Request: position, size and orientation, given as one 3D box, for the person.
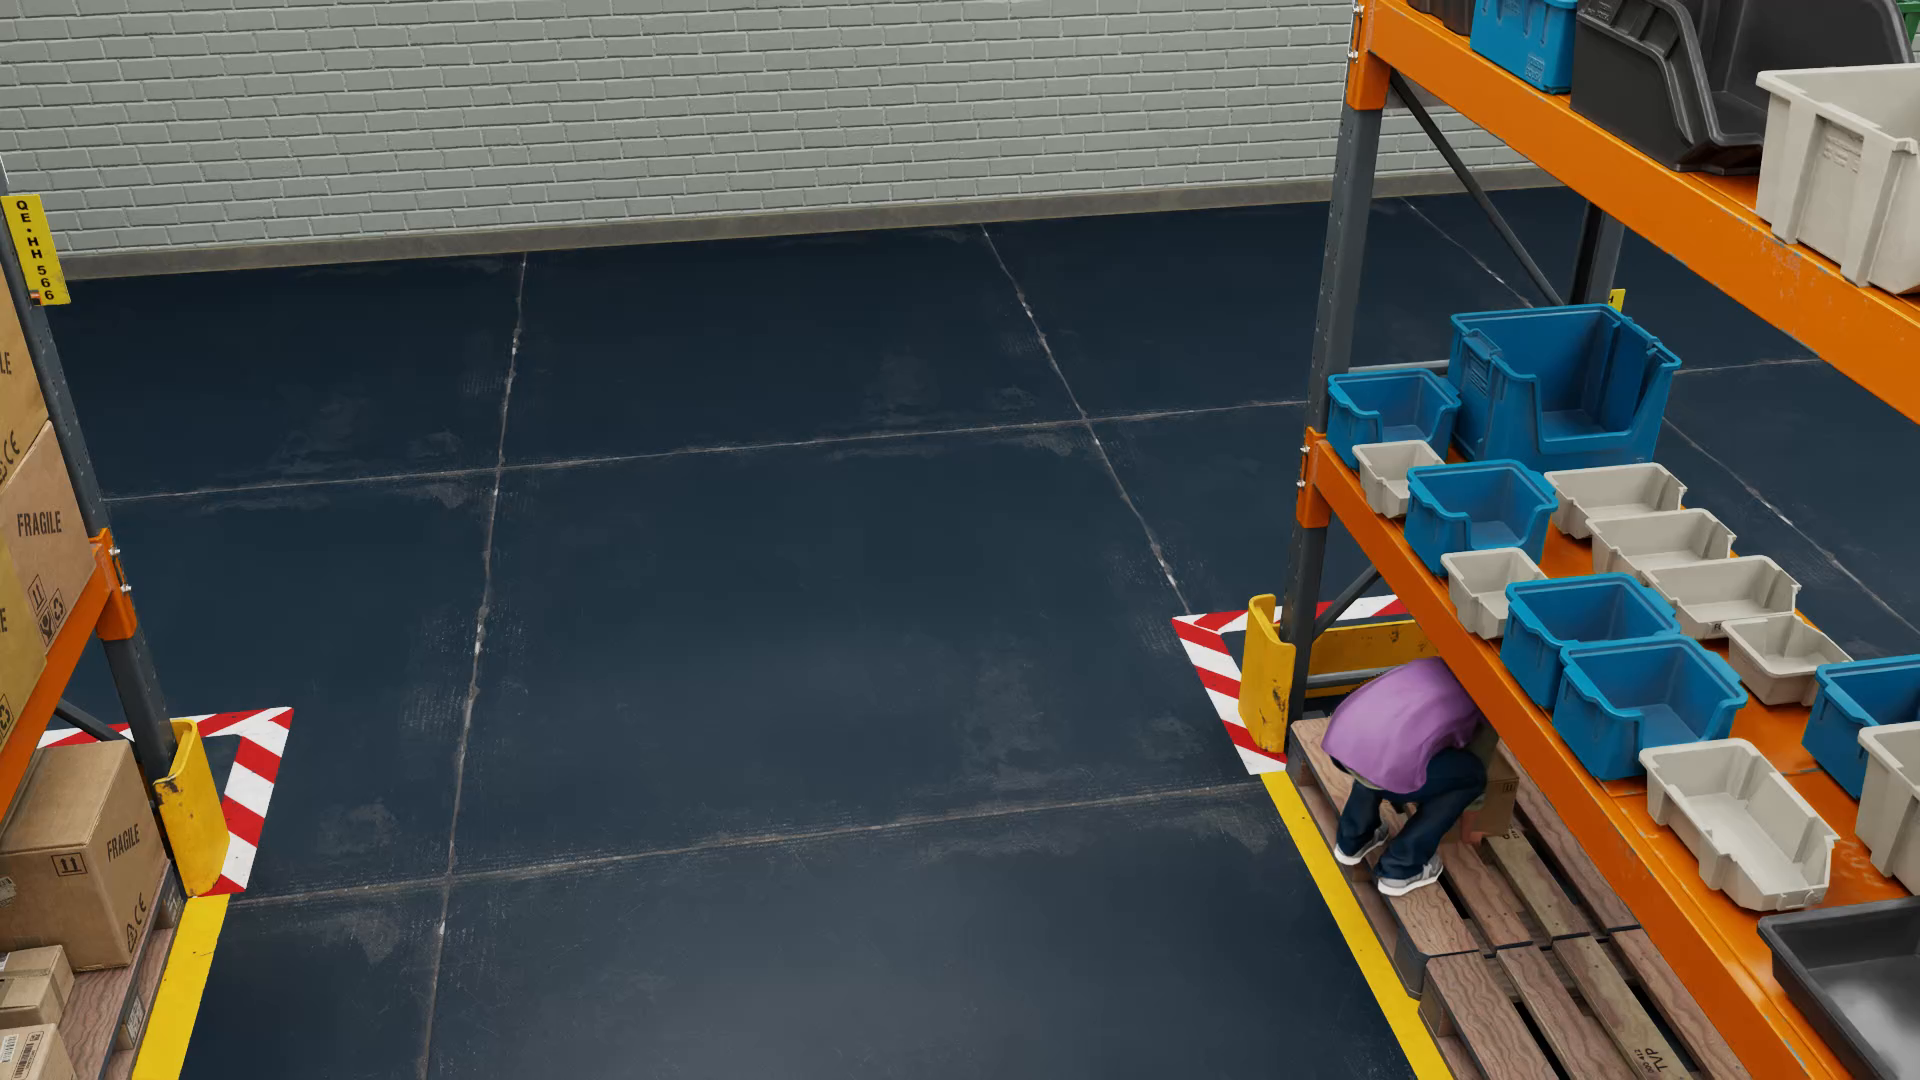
[{"bbox_3d":[1.496,0.727,5.381,0.871,0.802,0.420,-23,38,-33],"label":"person"}]
